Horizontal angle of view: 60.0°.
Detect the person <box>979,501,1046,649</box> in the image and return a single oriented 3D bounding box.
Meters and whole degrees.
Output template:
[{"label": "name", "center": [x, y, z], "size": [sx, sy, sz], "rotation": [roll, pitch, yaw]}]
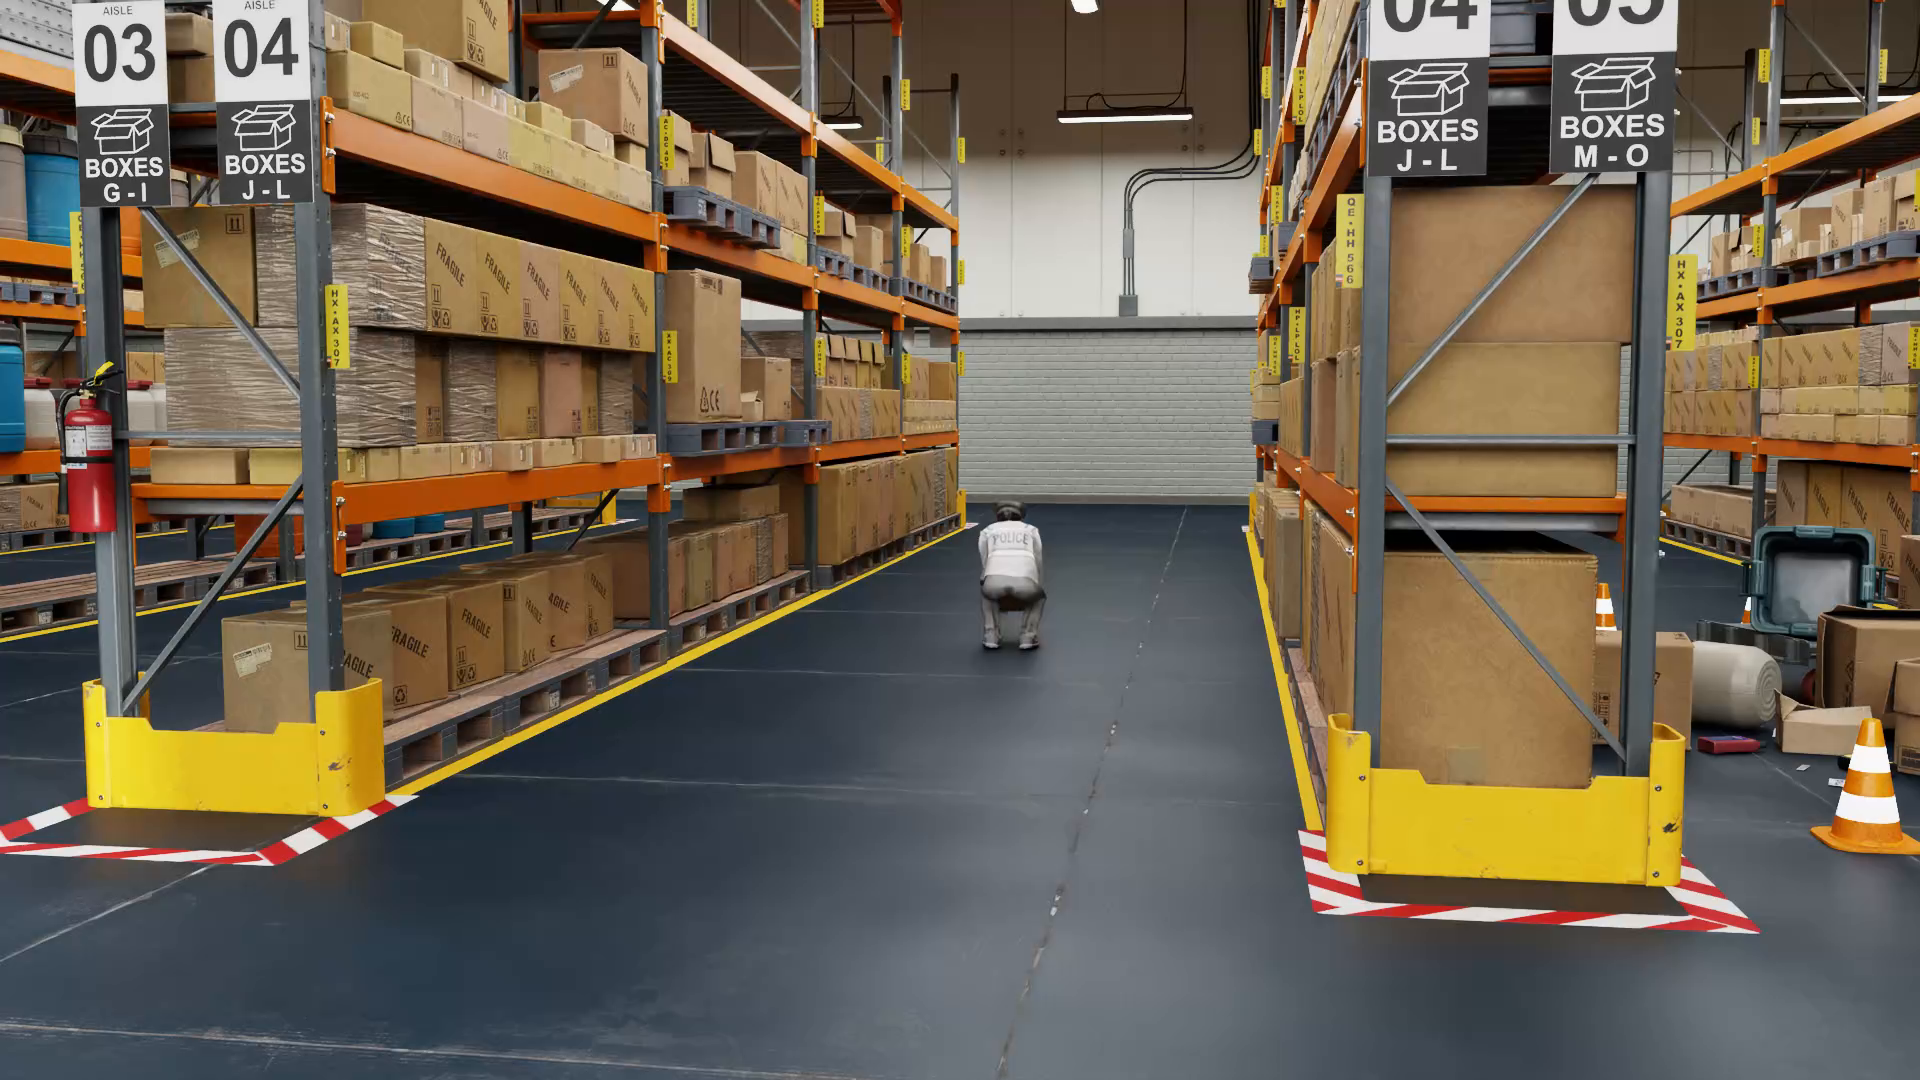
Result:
[{"label": "person", "center": [0.353, 0.234, 11.346], "size": [0.459, 0.980, 0.851], "rotation": [1, 5, 7]}]
